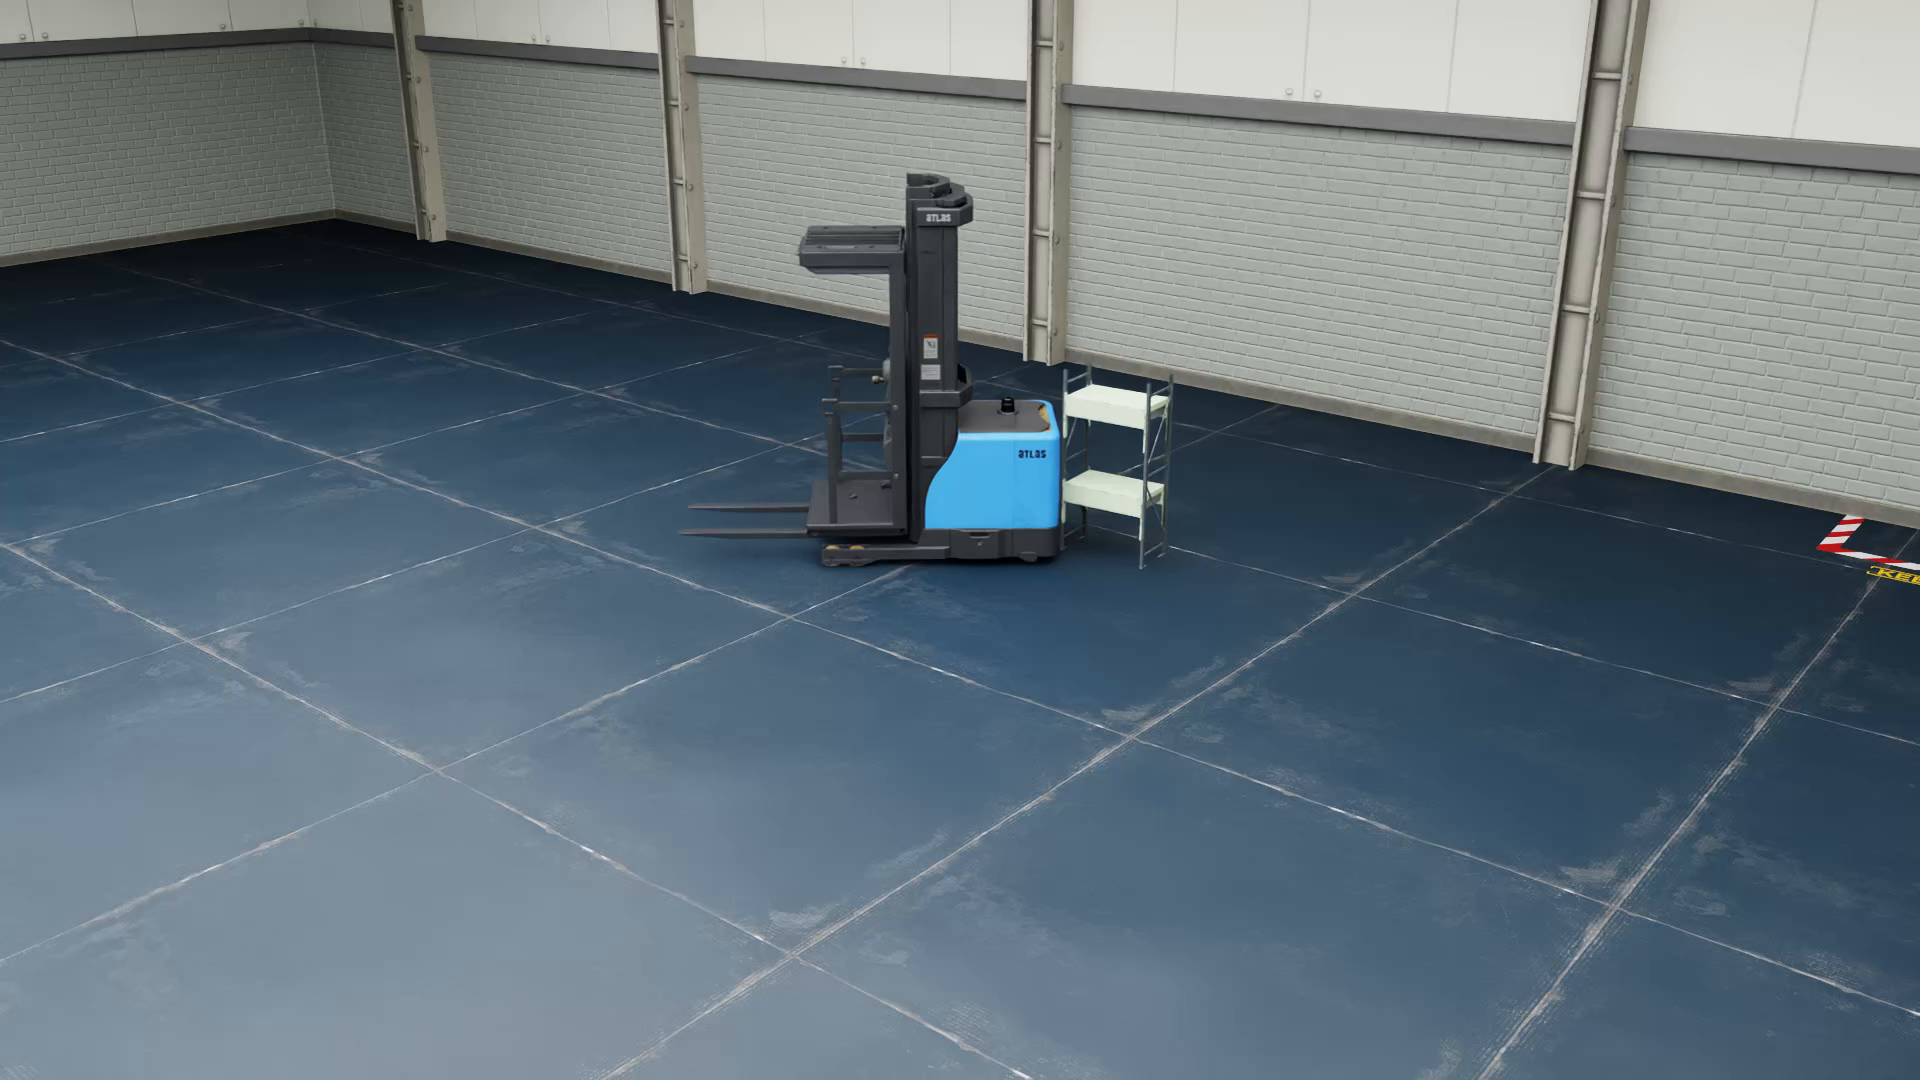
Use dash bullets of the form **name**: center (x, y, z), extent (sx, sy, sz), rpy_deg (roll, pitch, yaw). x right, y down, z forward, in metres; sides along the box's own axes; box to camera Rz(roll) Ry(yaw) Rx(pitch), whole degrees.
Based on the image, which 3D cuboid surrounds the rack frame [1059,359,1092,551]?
- **rack frame**: center (0.925, -0.676, 13.335), extent (0.023, 1.500, 0.400), rpy_deg (13, 24, 32)

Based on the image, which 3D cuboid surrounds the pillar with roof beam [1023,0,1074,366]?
- **pillar with roof beam**: center (-1.750, -5.100, 14.440), extent (0.400, 9.000, 9.100), rpy_deg (16, 26, 36)

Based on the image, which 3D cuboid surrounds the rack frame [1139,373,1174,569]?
- **rack frame**: center (1.531, -0.531, 12.951), extent (0.023, 1.500, 0.400), rpy_deg (13, 24, 32)

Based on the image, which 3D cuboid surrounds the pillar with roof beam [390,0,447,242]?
- **pillar with roof beam**: center (-11.047, -7.778, 21.539), extent (0.400, 9.000, 9.100), rpy_deg (16, 26, 36)

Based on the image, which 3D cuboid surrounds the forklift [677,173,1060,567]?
- **forklift**: center (-0.737, -1.346, 13.083), extent (3.031, 2.935, 1.130), rpy_deg (0, 21, -1)

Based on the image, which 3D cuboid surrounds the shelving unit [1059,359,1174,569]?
- **shelving unit**: center (1.228, -0.603, 13.143), extent (0.755, 1.500, 0.431), rpy_deg (13, 24, 32)

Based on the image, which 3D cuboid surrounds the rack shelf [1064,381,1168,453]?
- **rack shelf**: center (1.228, -0.969, 13.005), extent (0.720, 0.370, 0.431), rpy_deg (13, 24, 32)

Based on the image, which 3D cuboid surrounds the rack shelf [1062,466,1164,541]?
- **rack shelf**: center (1.228, -0.298, 13.258), extent (0.720, 0.370, 0.431), rpy_deg (13, 24, 32)

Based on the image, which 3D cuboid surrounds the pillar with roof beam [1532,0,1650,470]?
- **pillar with roof beam**: center (2.899, -3.762, 10.890), extent (0.400, 9.000, 9.100), rpy_deg (16, 26, 36)

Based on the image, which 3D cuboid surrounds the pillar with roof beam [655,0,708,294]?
- **pillar with roof beam**: center (-6.398, -6.439, 17.989), extent (0.400, 9.000, 9.100), rpy_deg (16, 26, 36)
